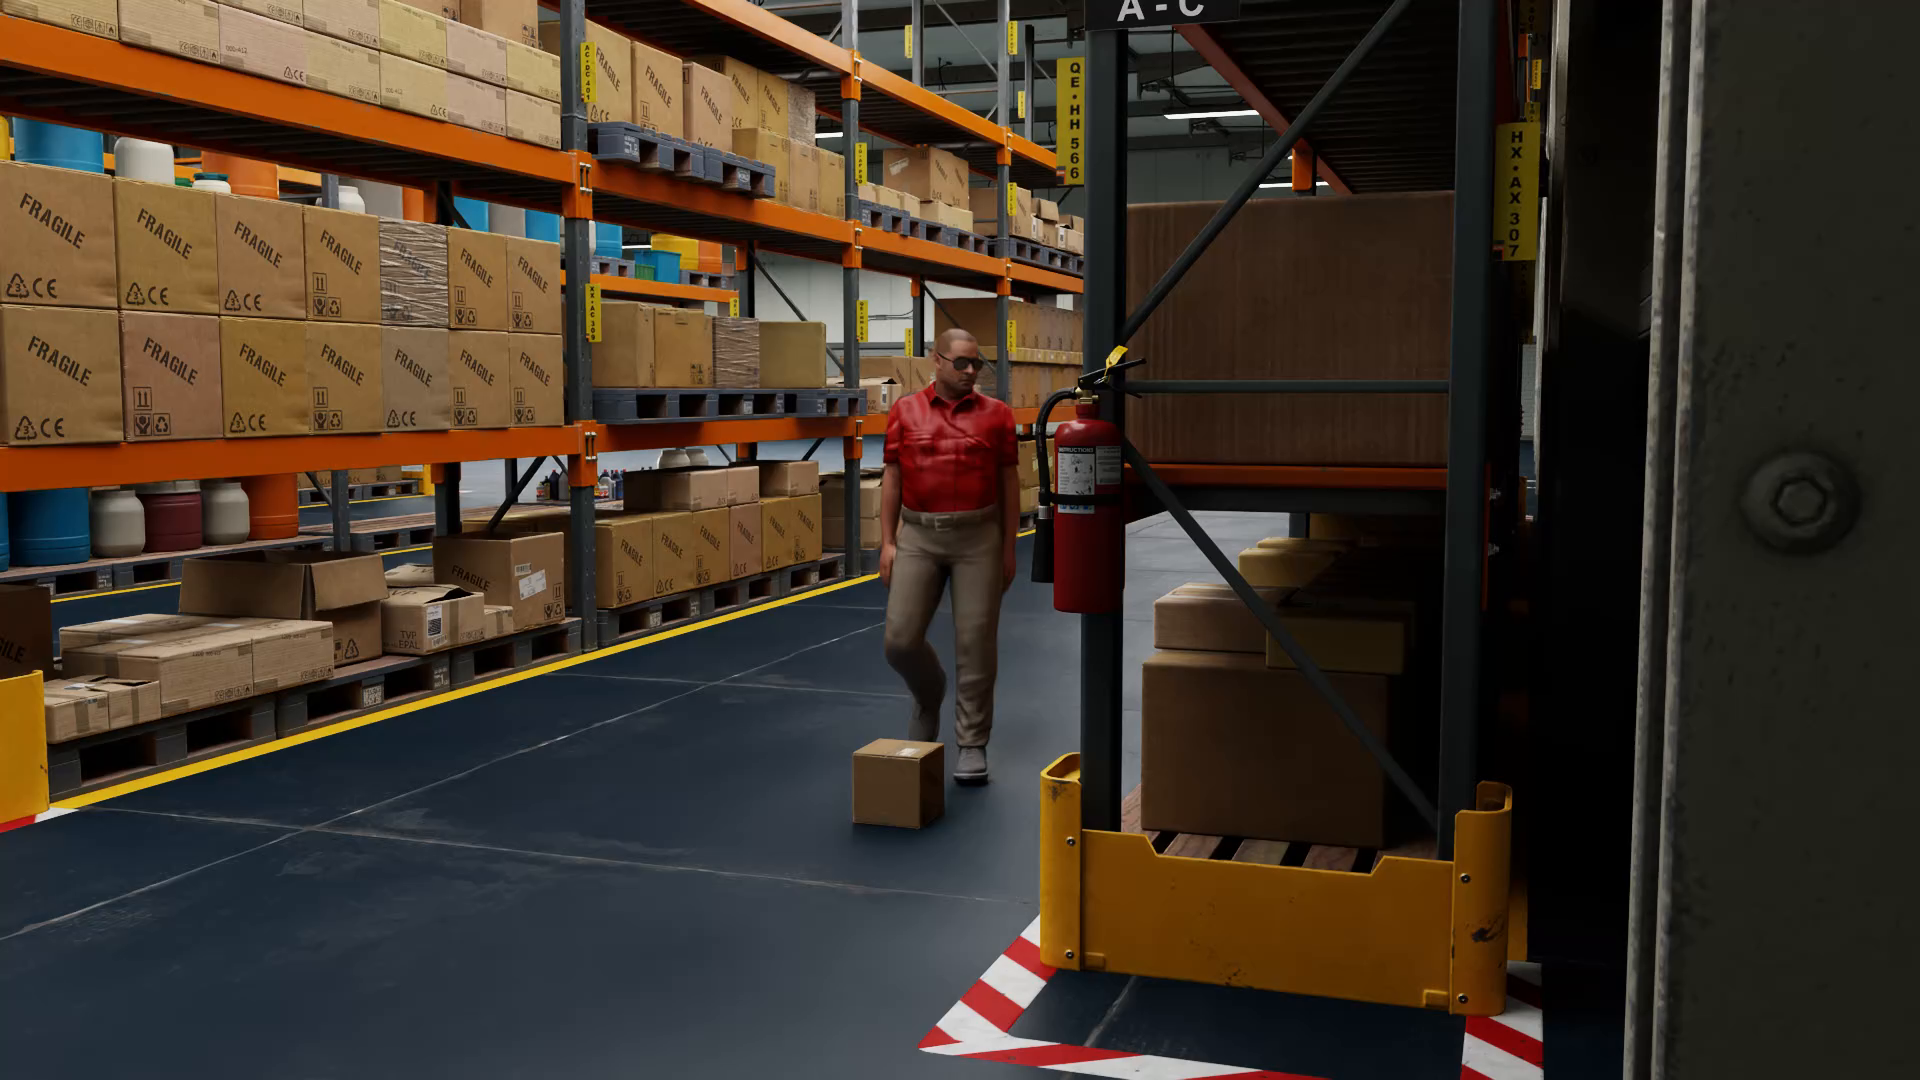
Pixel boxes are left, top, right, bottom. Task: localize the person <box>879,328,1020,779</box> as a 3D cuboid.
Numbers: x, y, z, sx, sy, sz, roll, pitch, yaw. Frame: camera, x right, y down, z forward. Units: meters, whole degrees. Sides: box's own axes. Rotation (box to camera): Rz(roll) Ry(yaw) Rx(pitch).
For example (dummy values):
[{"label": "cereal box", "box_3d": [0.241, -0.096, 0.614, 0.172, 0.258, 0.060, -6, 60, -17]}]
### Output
[{"label": "person", "box_3d": [-0.042, 0.038, 6.509, 0.556, 1.724, 0.588, 0, 5, 2]}]
